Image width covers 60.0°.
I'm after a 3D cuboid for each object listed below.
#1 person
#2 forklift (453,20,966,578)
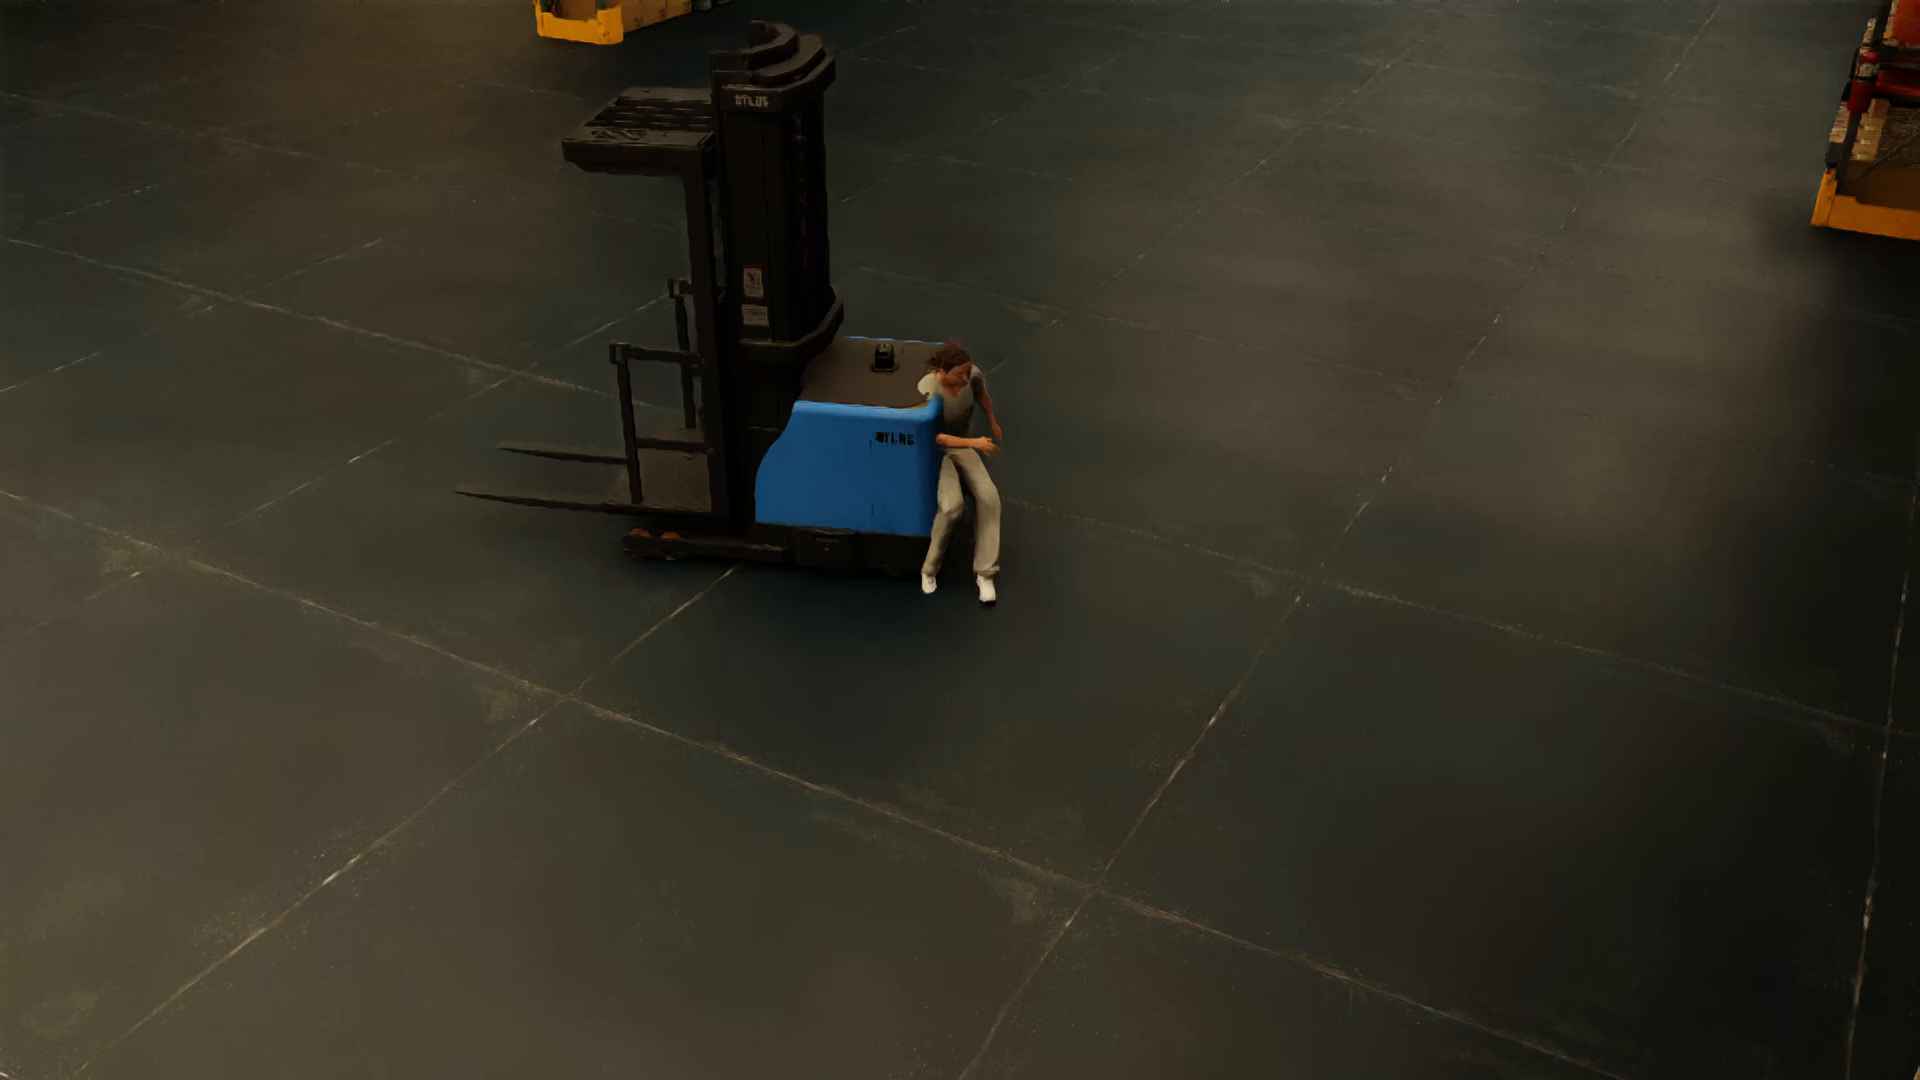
[{"bbox_3d":[0.083,-0.430,9.417,0.833,1.446,0.868,-19,35,-30],"label":"person"},{"bbox_3d":[-1.528,-1.403,9.501,3.031,2.935,1.130,5,30,9],"label":"forklift"}]
